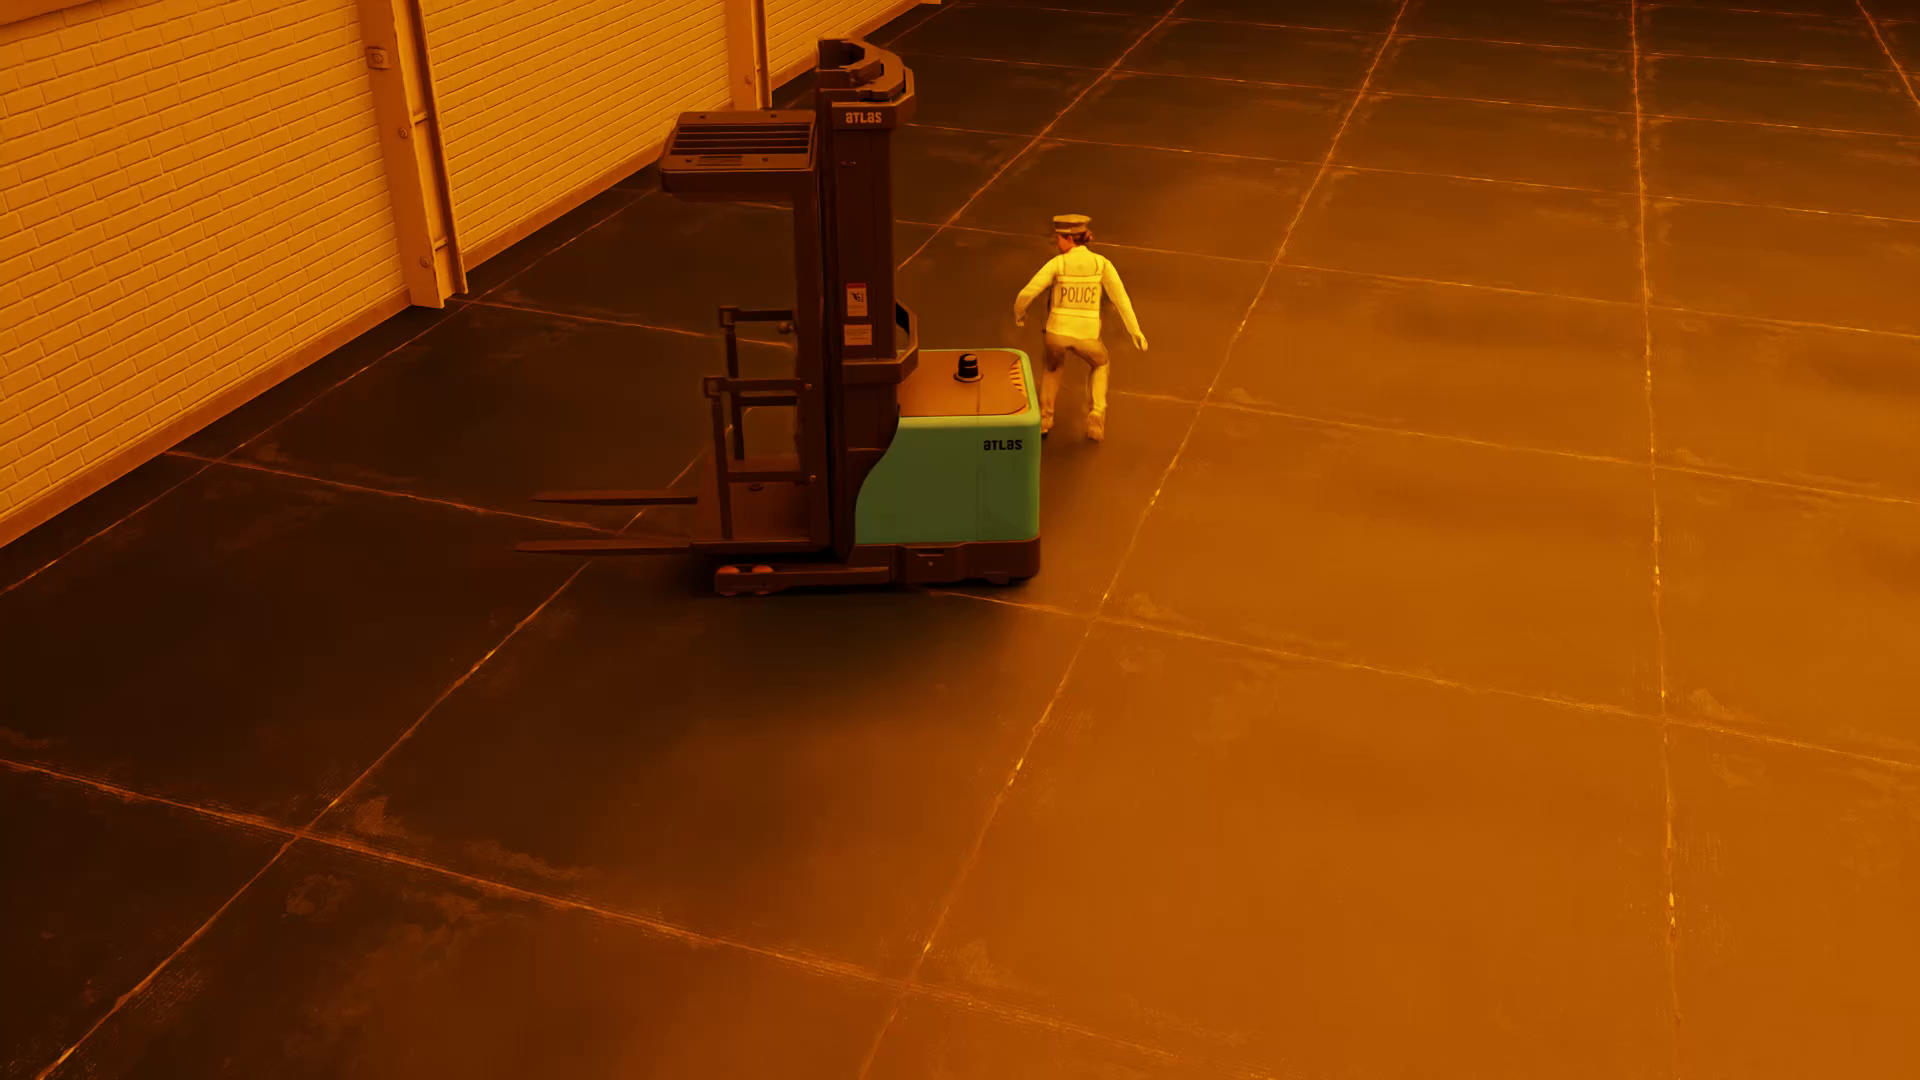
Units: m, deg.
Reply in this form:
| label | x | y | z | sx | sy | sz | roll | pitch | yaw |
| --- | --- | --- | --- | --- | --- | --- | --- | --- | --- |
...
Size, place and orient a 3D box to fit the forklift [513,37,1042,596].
| label | x | y | z | sx | sy | sz | roll | pitch | yaw |
| --- | --- | --- | --- | --- | --- | --- | --- | --- | --- |
| forklift | -1.069 | -1.223 | 9.282 | 3.031 | 2.935 | 1.130 | -1 | 30 | -2 |

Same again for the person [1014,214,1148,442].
| label | x | y | z | sx | sy | sz | roll | pitch | yaw |
| --- | --- | --- | --- | --- | --- | --- | --- | --- | --- |
| person | 0.803 | -1.394 | 11.085 | 0.893 | 1.509 | 0.523 | 2 | 30 | 3 |
